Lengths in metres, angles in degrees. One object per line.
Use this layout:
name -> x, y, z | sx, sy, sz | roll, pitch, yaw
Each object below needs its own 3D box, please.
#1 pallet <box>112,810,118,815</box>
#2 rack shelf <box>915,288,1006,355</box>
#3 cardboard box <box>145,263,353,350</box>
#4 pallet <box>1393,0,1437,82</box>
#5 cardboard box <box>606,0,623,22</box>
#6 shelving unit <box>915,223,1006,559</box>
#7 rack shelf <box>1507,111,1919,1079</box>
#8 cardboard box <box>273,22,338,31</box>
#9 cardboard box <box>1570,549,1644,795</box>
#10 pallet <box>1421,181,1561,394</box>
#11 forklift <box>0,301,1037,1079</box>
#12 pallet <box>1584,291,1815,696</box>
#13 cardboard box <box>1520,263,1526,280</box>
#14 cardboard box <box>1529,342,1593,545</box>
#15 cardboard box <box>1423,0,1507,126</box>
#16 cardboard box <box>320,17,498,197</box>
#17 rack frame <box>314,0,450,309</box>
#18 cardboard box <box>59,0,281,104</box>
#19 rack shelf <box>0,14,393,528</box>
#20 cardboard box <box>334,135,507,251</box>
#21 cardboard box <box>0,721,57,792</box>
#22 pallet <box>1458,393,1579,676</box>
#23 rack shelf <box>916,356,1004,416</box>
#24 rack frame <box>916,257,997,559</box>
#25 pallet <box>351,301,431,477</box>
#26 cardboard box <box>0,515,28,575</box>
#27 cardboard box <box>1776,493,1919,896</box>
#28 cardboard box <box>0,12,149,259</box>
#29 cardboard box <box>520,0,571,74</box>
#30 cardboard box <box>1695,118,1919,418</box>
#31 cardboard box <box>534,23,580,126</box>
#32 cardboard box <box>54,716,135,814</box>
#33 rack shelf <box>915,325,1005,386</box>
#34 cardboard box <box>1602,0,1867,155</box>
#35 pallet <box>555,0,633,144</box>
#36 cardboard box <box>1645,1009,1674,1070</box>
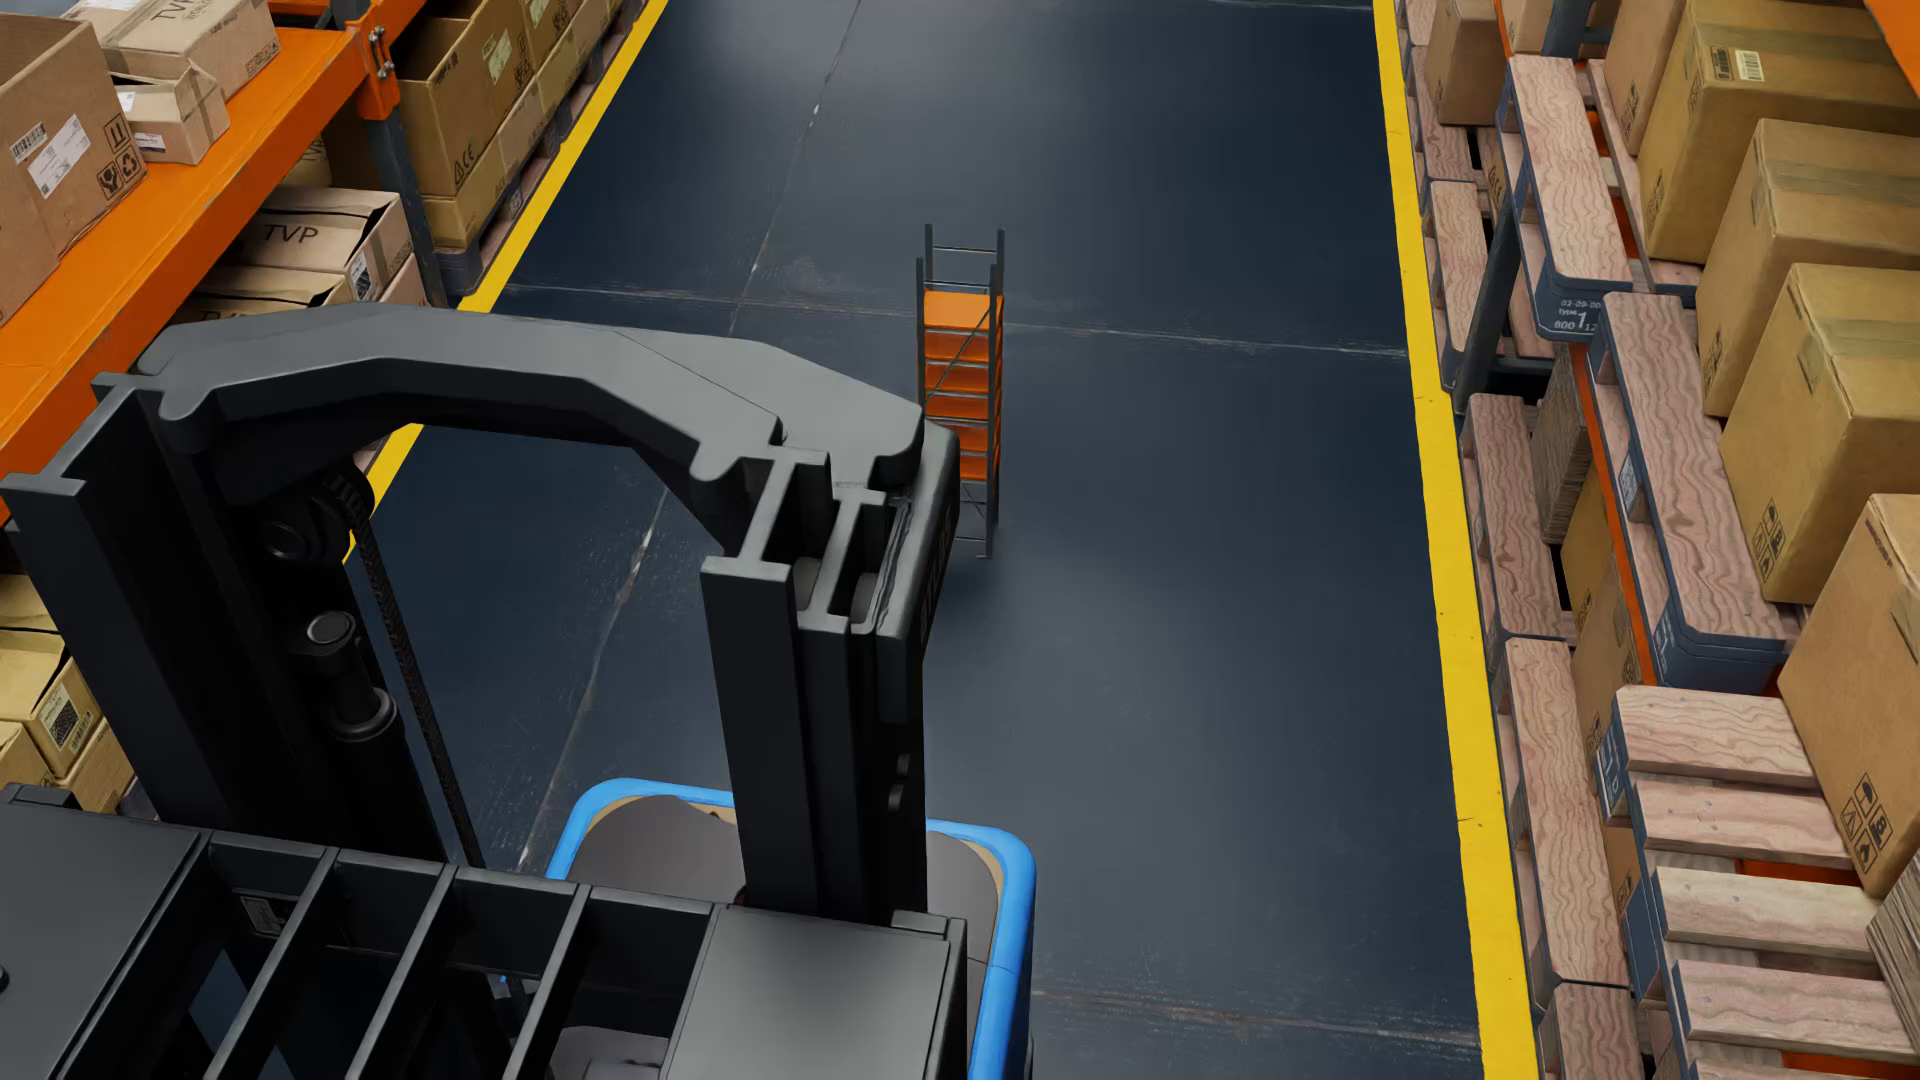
pallet -> -2.933, 1.184, 4.346 | 1.003, 0.211, 1.213 | 5, 44, 6
rack shelf -> 0.002, -0.675, 5.131 | 0.258, 0.103, 0.180 | 5, 44, 6
cardboard box -> -2.384, -0.697, 5.591 | 0.500, 0.311, 0.500 | 6, 44, 7
pallet -> 2.735, -2.661, 8.406 | 1.003, 0.211, 1.213 | 5, 44, 6
cardboard box -> -1.920, -2.802, 8.222 | 0.500, 0.250, 0.500 | 5, 44, 6
shelving unit -> 0.002, -0.446, 5.348 | 0.258, 1.200, 0.189 | 5, 44, 6
rack shelf -> 2.094, 0.075, 4.012 | 1.077, 0.370, 4.000 | 5, 44, 6
cardboard box -> -2.630, -2.099, 6.934 | 0.500, 0.500, 0.500 | 5, 44, 6
cardboard box -> 2.152, 0.403, 4.641 | 0.700, 0.500, 0.500 | 6, 44, 6
pallet -> 2.412, -0.998, 6.650 | 1.003, 0.211, 1.213 | 5, 44, 6
forklift -> -0.576, 1.283, 2.264 | 1.130, 2.935, 3.031 | 7, 44, 7
pallet -> 2.051, -0.106, 3.820 | 1.003, 0.211, 1.213 | 5, 44, 6
cardboard box -> 2.400, -1.048, 6.415 | 0.380, 0.166, 0.250 | 0, 43, 0
cardboard box -> 2.278, -0.298, 5.381 | 0.700, 0.500, 0.500 | 7, 44, 7
cardboard box -> 2.485, -2.180, 7.369 | 0.700, 0.500, 0.500 | 3, 44, 3
cardboard box -> -2.180, -1.711, 6.524 | 0.500, 0.500, 0.500 | 5, 44, 6
rack frame -> -2.552, -1.997, 5.677 | 1.000, 3.000, 0.127 | 5, 44, 6
cardboard box -> -2.574, -1.603, 5.370 | 0.500, 0.250, 0.500 | 8, 44, 8
rack shelf -> -2.816, -0.373, 4.485 | 1.077, 0.370, 4.000 | 5, 44, 6
cardboard box -> -2.190, -1.440, 6.783 | 0.500, 0.250, 0.500 | 5, 44, 6
cardboard box -> -2.659, 0.682, 4.134 | 0.500, 0.311, 0.500 | 4, 44, 4
pallet -> 2.257, -0.006, 5.603 | 1.003, 0.211, 1.213 | 5, 44, 6
rack shelf -> 0.002, -0.500, 5.296 | 0.258, 0.103, 0.180 | 5, 44, 6
rack frame -> -0.010, -0.383, 5.282 | 0.240, 1.200, 0.006 | 5, 44, 6
pallet -> -2.611, -0.479, 6.102 | 1.003, 0.211, 1.213 | 5, 44, 6
cardboard box -> -2.522, -0.015, 4.871 | 0.500, 0.311, 0.500 | 5, 44, 5
cardboard box -> 1.929, 0.276, 2.884 | 0.700, 0.500, 0.500 | 1, 43, 2
cardboard box -> -2.739, -1.152, 4.713 | 0.500, 0.500, 0.500 | 8, 44, 9
cardboard box -> -2.048, -2.392, 7.244 | 0.500, 0.500, 0.500 | 5, 44, 6
cardboard box -> 2.121, -0.570, 3.777 | 0.700, 0.500, 0.500 | 11, 45, 11
cardboard box -> -2.048, -2.120, 7.502 | 0.500, 0.250, 0.500 | 5, 44, 6
cardboard box -> -2.592, 0.547, 4.685 | 0.500, 0.250, 0.500 | 4, 44, 4
rack shelf -> 0.002, -0.588, 5.213 | 0.258, 0.103, 0.180 | 5, 44, 6
cardboard box -> 2.258, -1.402, 4.656 | 0.700, 0.500, 0.500 | 5, 44, 6
pallet -> -2.246, -2.356, 8.085 | 1.003, 0.211, 1.213 | 5, 44, 6
cardboard box -> 2.057, 1.089, 3.916 | 0.700, 0.500, 0.500 | 5, 44, 5
